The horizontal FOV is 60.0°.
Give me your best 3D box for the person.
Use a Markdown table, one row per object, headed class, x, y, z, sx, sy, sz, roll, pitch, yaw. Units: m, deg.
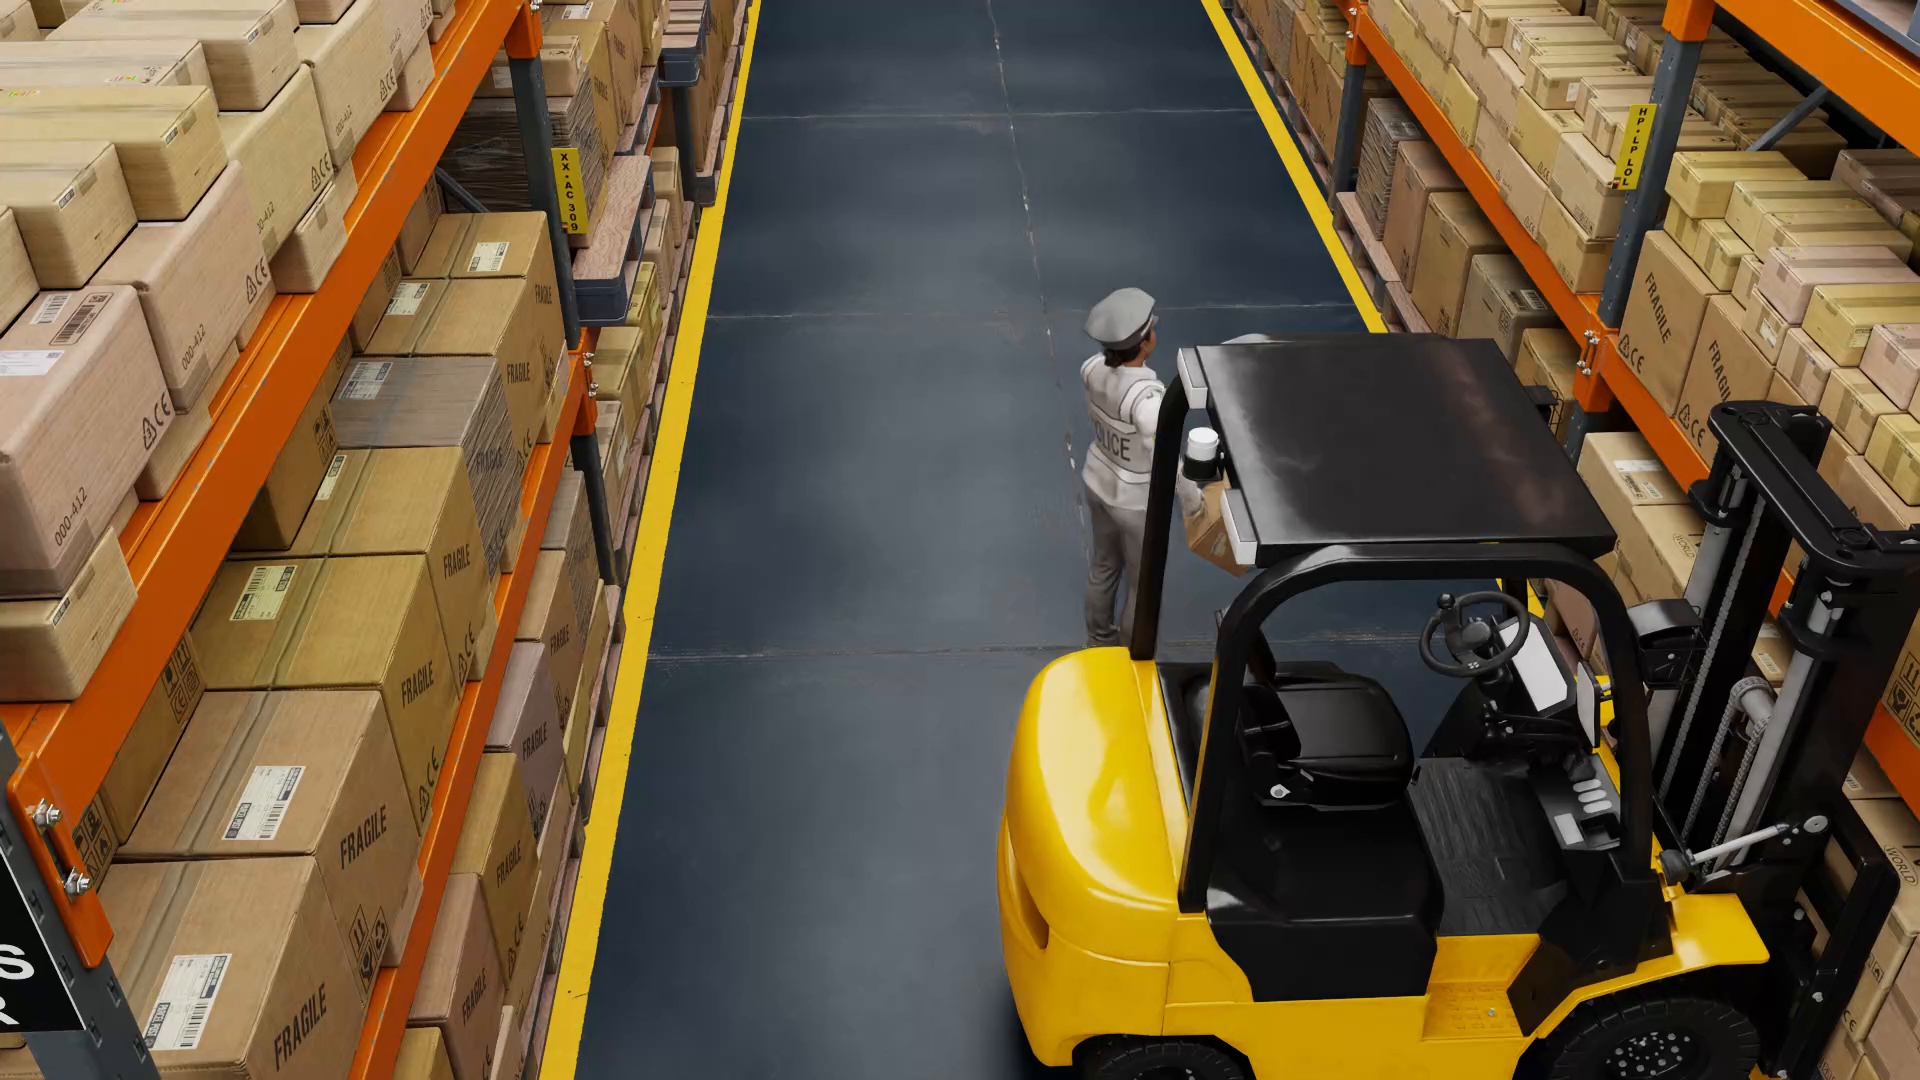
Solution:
| class | x | y | z | sx | sy | sz | roll | pitch | yaw |
| --- | --- | --- | --- | --- | --- | --- | --- | --- | --- |
| person | 0.668 | -0.177 | 6.345 | 0.452 | 1.702 | 0.539 | -19 | 40 | -25 |
